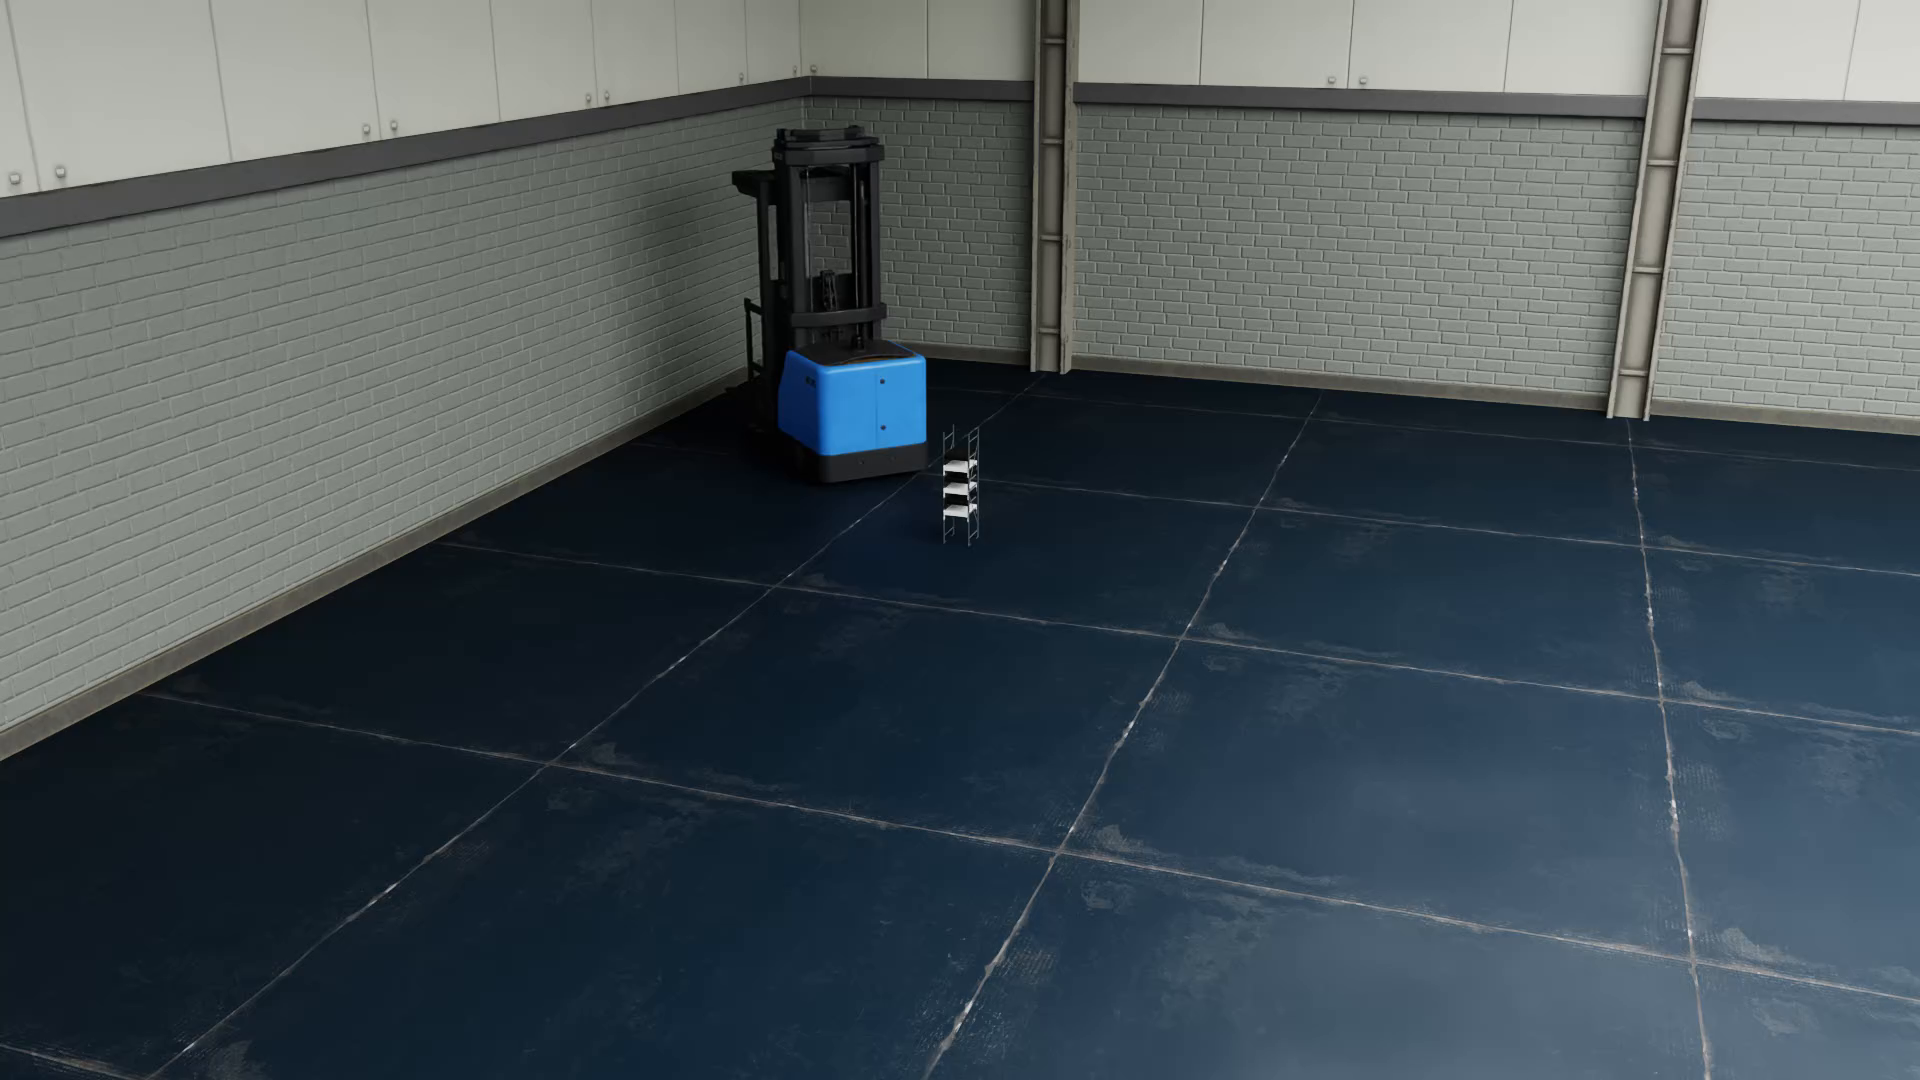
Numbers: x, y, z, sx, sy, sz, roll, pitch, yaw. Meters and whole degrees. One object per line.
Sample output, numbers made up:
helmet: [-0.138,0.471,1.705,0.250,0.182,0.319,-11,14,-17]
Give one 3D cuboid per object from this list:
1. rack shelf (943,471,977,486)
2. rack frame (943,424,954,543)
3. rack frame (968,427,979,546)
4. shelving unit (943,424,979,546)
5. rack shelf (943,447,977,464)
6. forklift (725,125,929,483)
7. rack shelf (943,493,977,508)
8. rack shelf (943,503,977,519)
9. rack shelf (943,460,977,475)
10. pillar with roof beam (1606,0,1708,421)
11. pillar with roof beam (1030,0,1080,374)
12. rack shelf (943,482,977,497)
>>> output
rack shelf: [0.008,-0.478,12.907,0.200,0.077,0.258,7,20,18]
rack frame: [-0.088,-0.435,12.957,0.006,0.900,0.240,7,20,18]
rack frame: [0.104,-0.413,12.894,0.006,0.900,0.240,7,20,18]
shelving unit: [0.008,-0.424,12.926,0.210,0.900,0.258,7,20,18]
rack shelf: [0.008,-0.648,12.848,0.200,0.077,0.258,7,20,18]
forklift: [-1.394,-2.316,15.267,1.130,2.935,3.031,-9,21,-25]
rack shelf: [0.008,-0.308,12.966,0.200,0.077,0.258,7,20,18]
rack shelf: [0.008,-0.223,12.996,0.200,0.077,0.258,7,20,18]
rack shelf: [0.008,-0.563,12.877,0.200,0.077,0.258,7,20,18]
pillar with roof beam: [5.267,-4.157,11.331,0.400,9.000,9.100,7,20,18]
pillar with roof beam: [-0.400,-4.805,13.190,0.400,9.000,9.100,7,20,18]
rack shelf: [0.008,-0.393,12.937,0.200,0.077,0.258,7,20,18]
